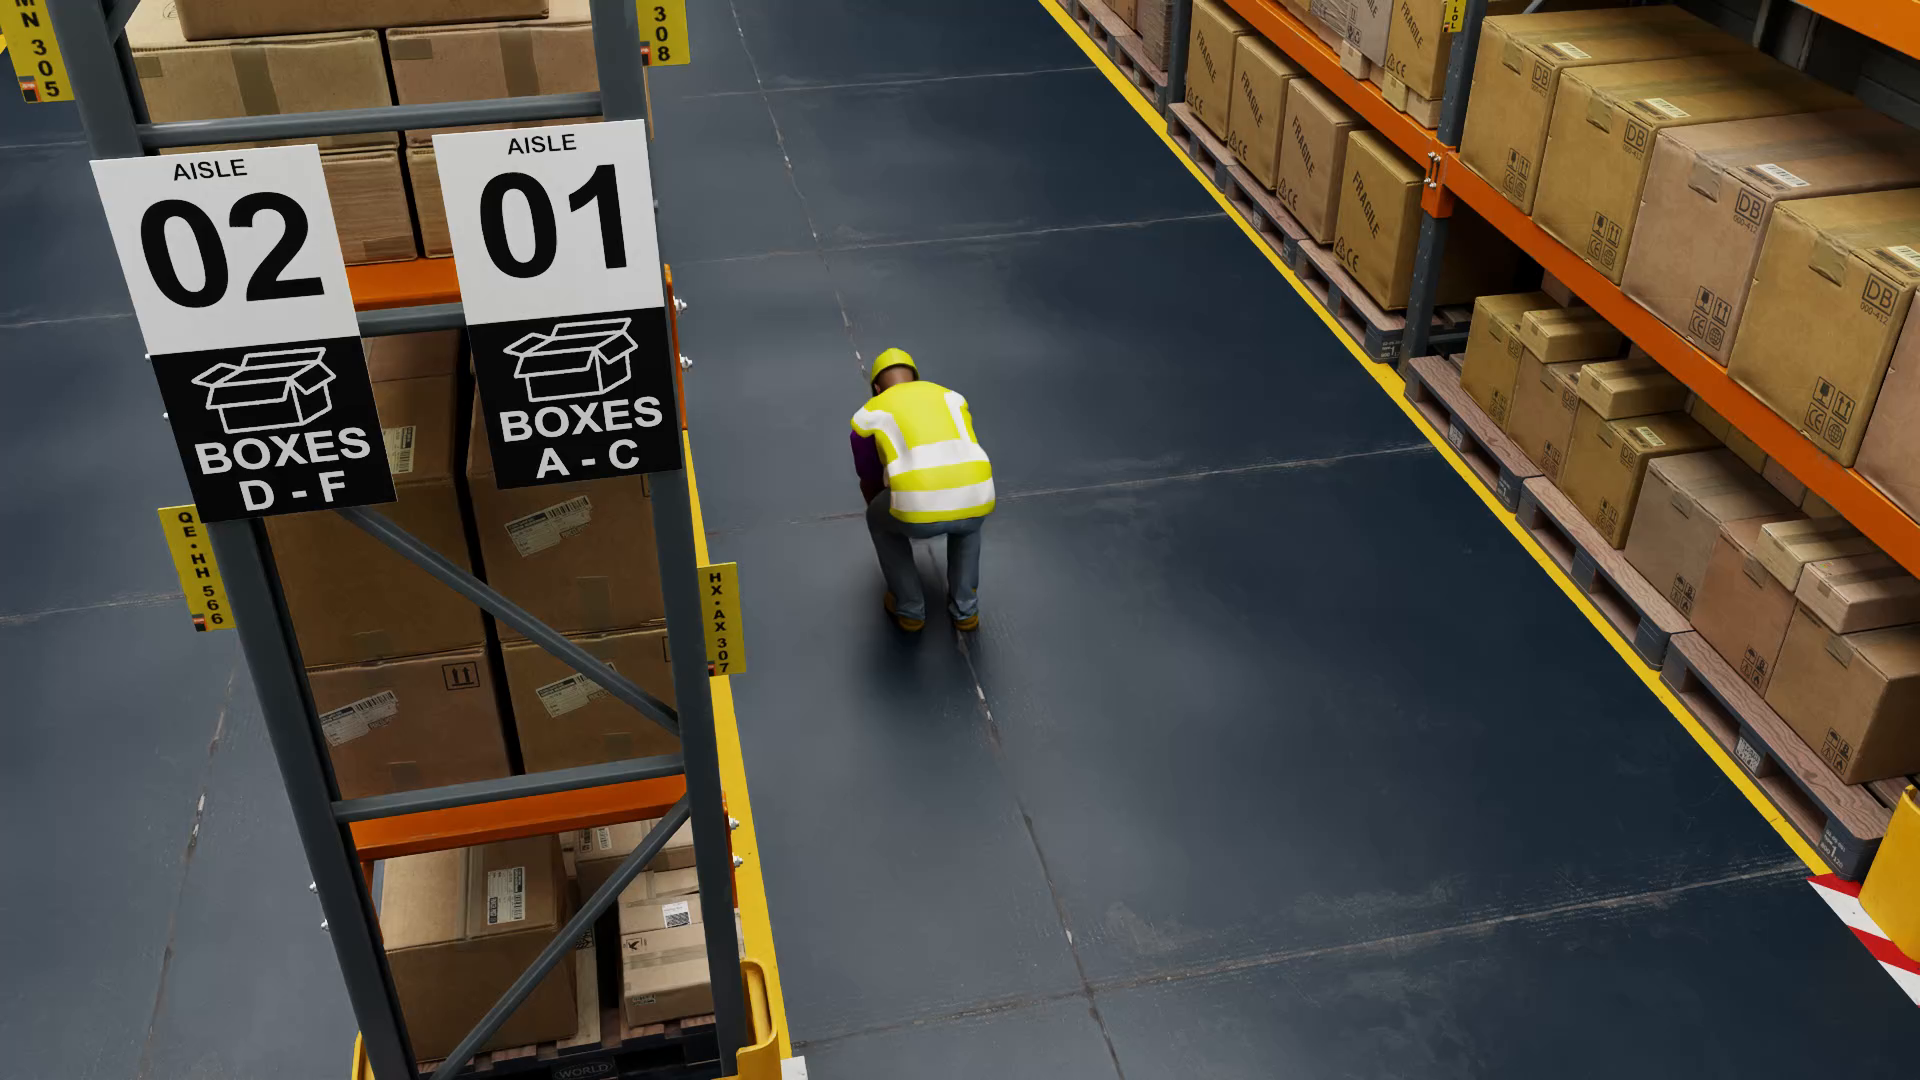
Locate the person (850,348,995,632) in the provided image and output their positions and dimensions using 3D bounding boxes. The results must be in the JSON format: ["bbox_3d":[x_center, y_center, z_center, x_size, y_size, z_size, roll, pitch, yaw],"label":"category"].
[{"bbox_3d":[-0.175,-0.178,7.047,0.526,1.023,0.961,-9,35,-13],"label":"person"}]
